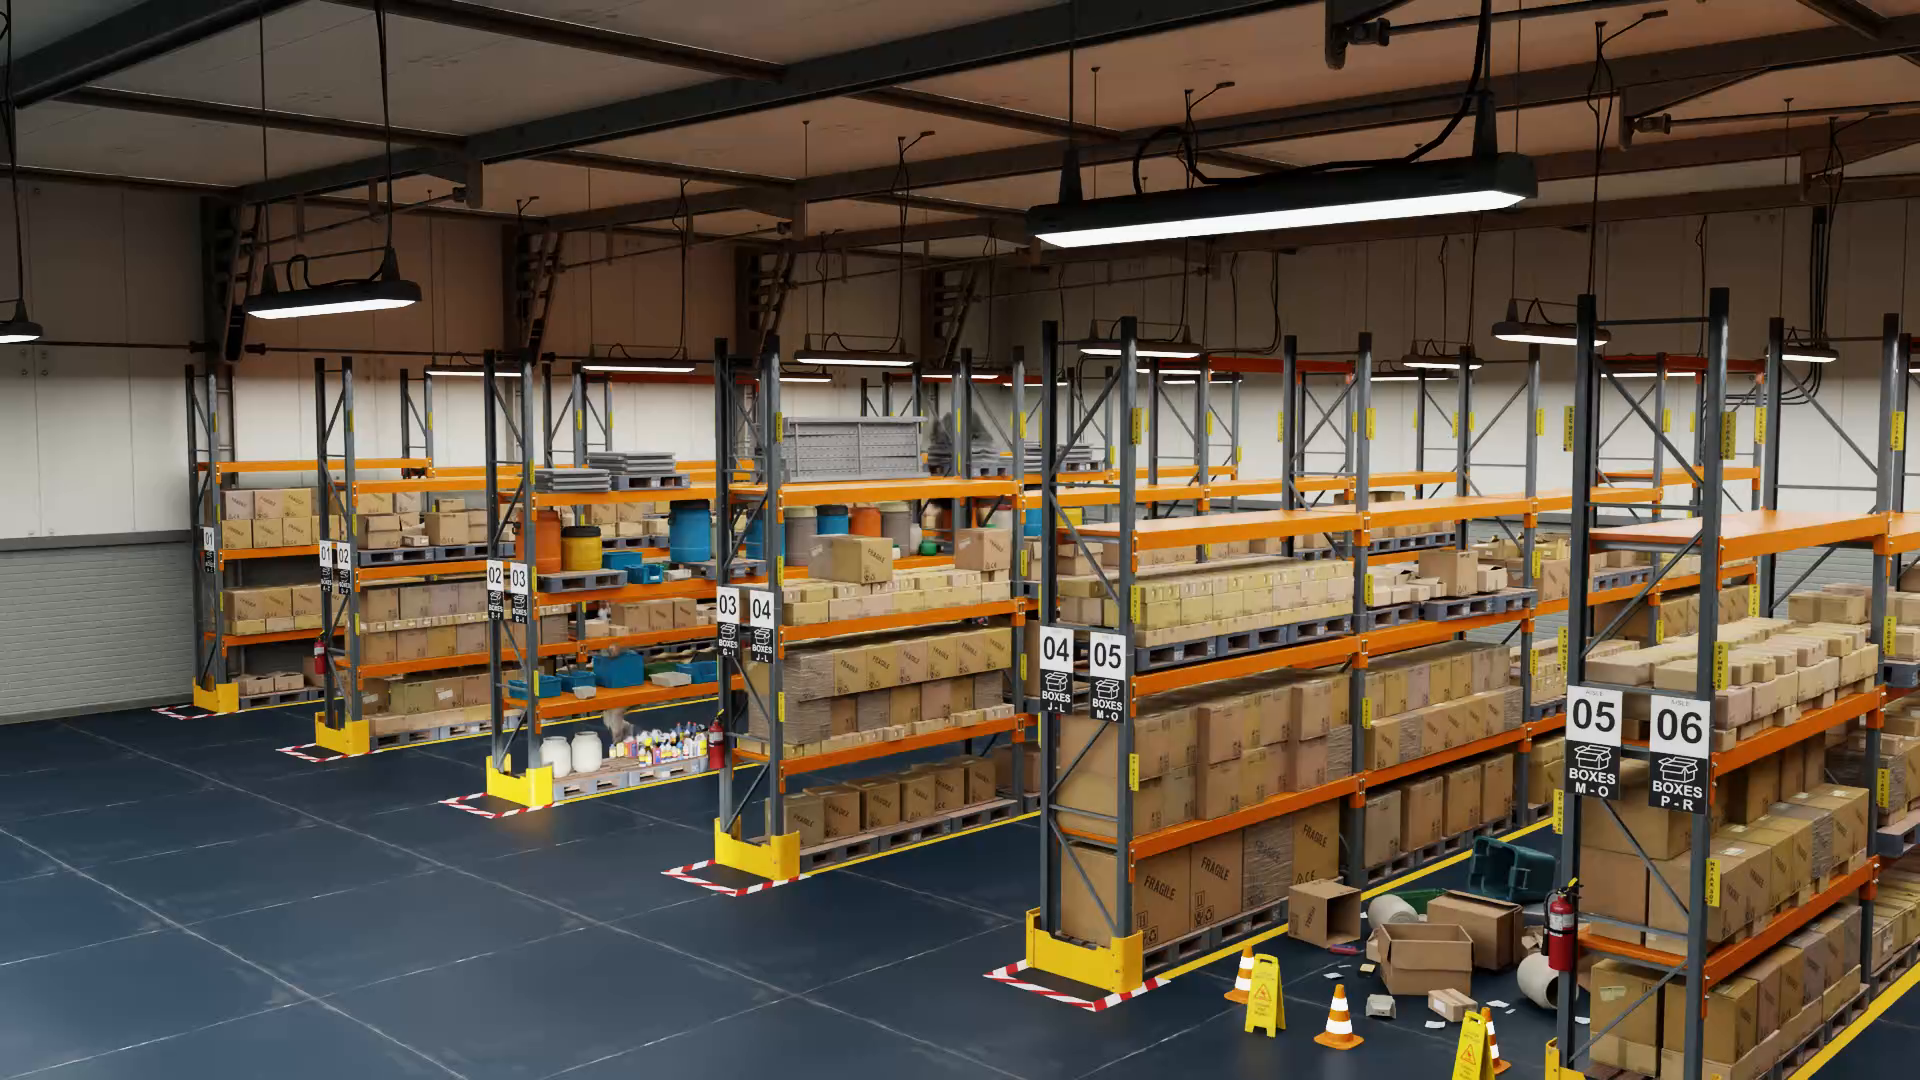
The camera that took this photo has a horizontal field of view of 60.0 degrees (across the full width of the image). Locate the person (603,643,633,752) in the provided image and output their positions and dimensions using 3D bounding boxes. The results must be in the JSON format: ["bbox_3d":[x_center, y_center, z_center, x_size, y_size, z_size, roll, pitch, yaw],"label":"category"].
[{"bbox_3d":[-5.207,2.386,25.467,0.662,1.675,0.619,2,5,25],"label":"person"}]

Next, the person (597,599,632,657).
[{"bbox_3d":[-6.720,1.876,32.533,0.713,1.731,0.966,3,6,38],"label":"person"}]

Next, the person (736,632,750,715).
[{"bbox_3d":[-3.809,2.136,28.746,0.658,1.673,0.773,2,5,21],"label":"person"}]
